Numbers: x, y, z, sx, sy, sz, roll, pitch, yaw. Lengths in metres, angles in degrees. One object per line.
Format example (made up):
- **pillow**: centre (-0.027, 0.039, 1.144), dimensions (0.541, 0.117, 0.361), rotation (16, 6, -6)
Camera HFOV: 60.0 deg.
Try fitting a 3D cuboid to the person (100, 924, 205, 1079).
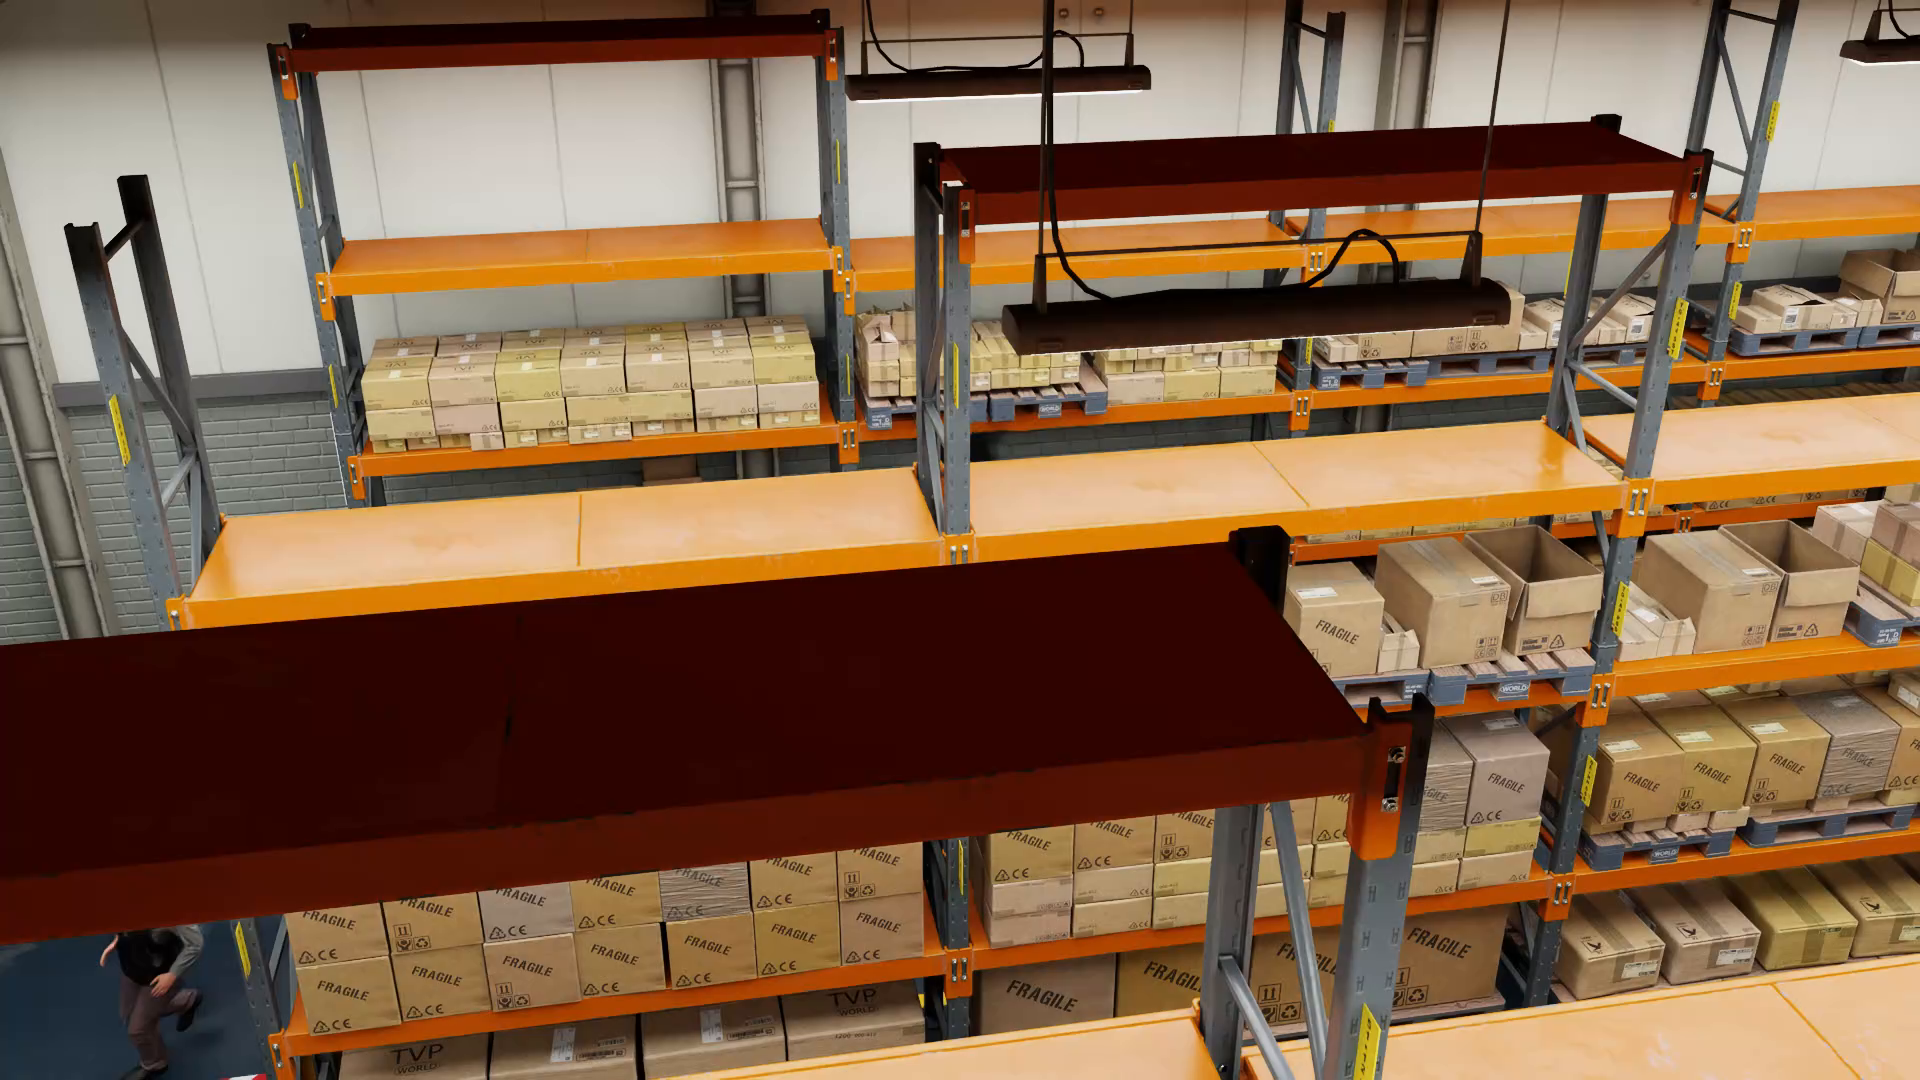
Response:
- **person**: centre (-5.141, 2.765, 10.686), dimensions (0.723, 1.675, 0.664), rotation (15, 30, 28)
